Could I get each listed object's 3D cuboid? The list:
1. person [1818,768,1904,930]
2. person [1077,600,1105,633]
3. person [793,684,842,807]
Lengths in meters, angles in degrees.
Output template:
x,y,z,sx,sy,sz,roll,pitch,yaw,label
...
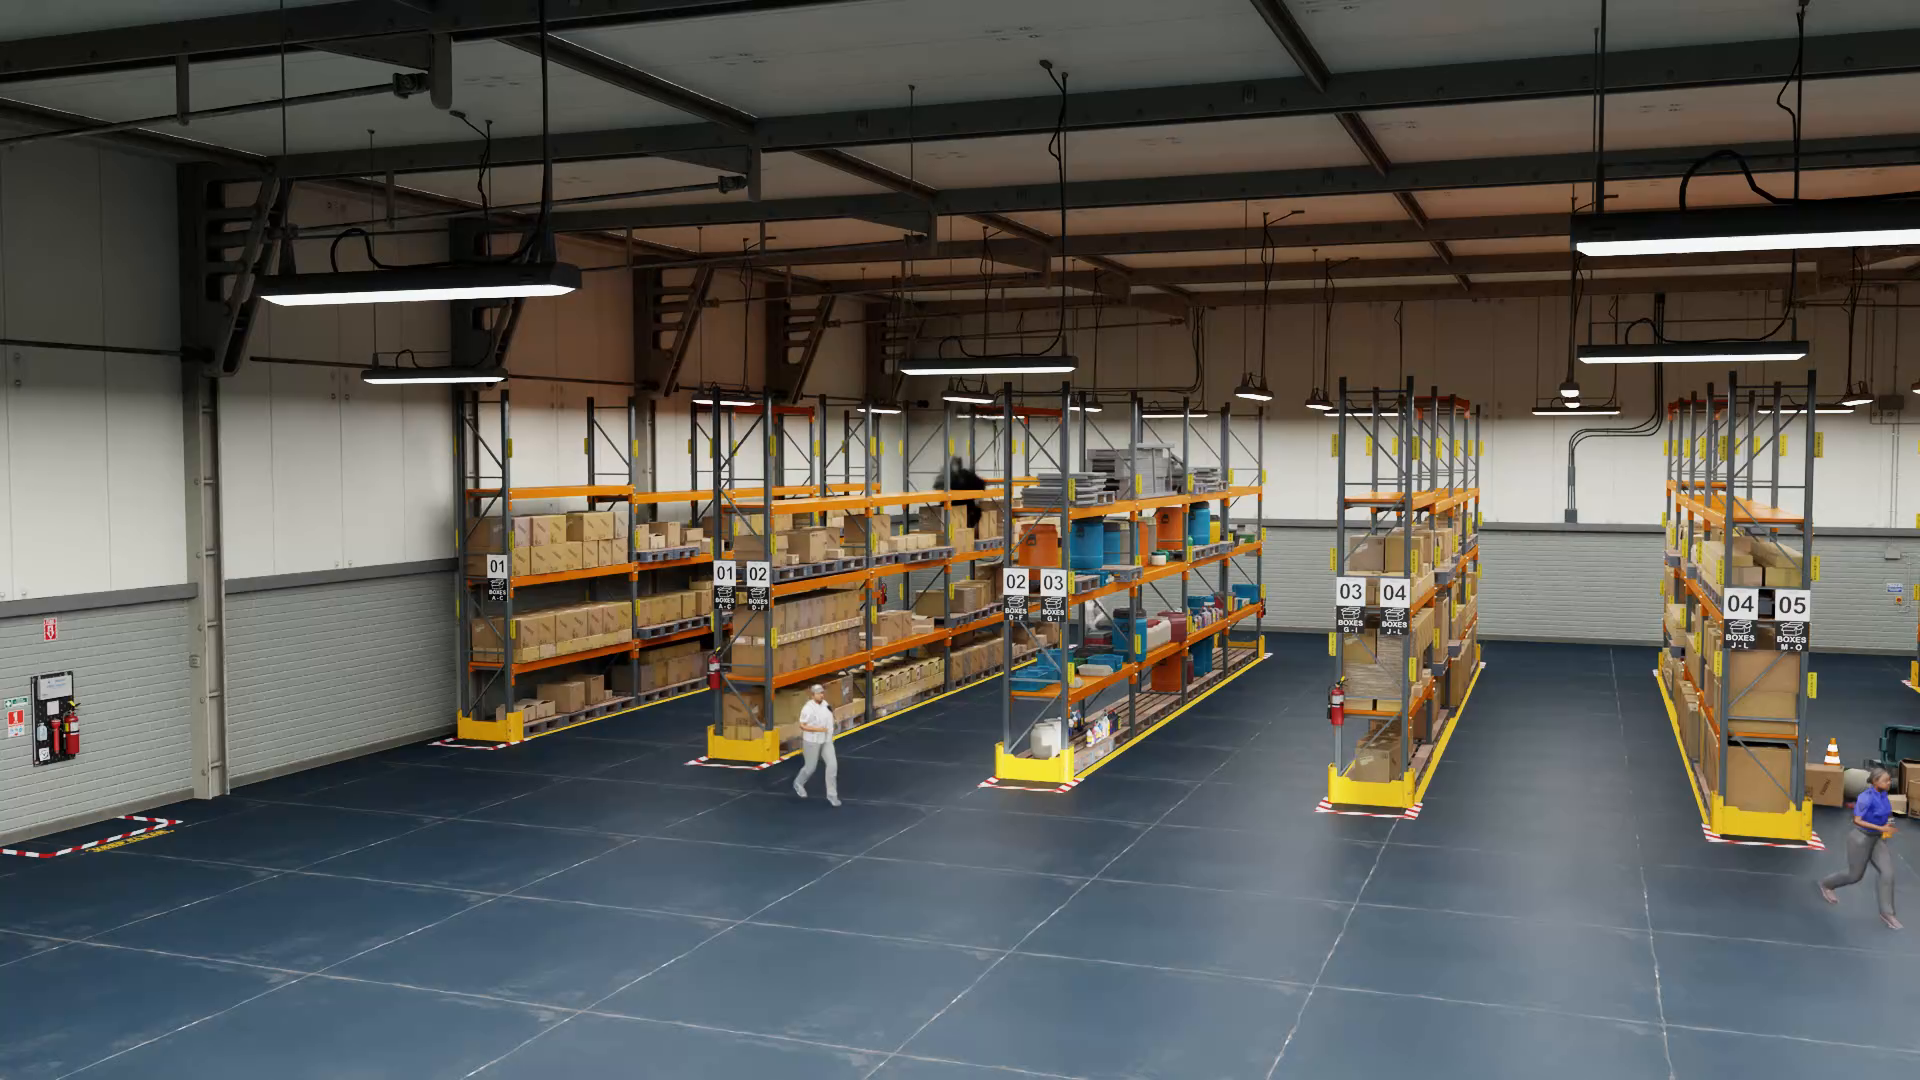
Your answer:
x,y,z,sx,sy,sz,roll,pitch,yaw,label
9.610,3.227,17.690,0.610,1.672,0.948,-2,4,-29,person
2.889,1.874,36.749,0.639,1.669,0.611,1,3,22,person
-2.020,2.880,23.486,0.613,1.700,0.892,-3,4,-42,person
